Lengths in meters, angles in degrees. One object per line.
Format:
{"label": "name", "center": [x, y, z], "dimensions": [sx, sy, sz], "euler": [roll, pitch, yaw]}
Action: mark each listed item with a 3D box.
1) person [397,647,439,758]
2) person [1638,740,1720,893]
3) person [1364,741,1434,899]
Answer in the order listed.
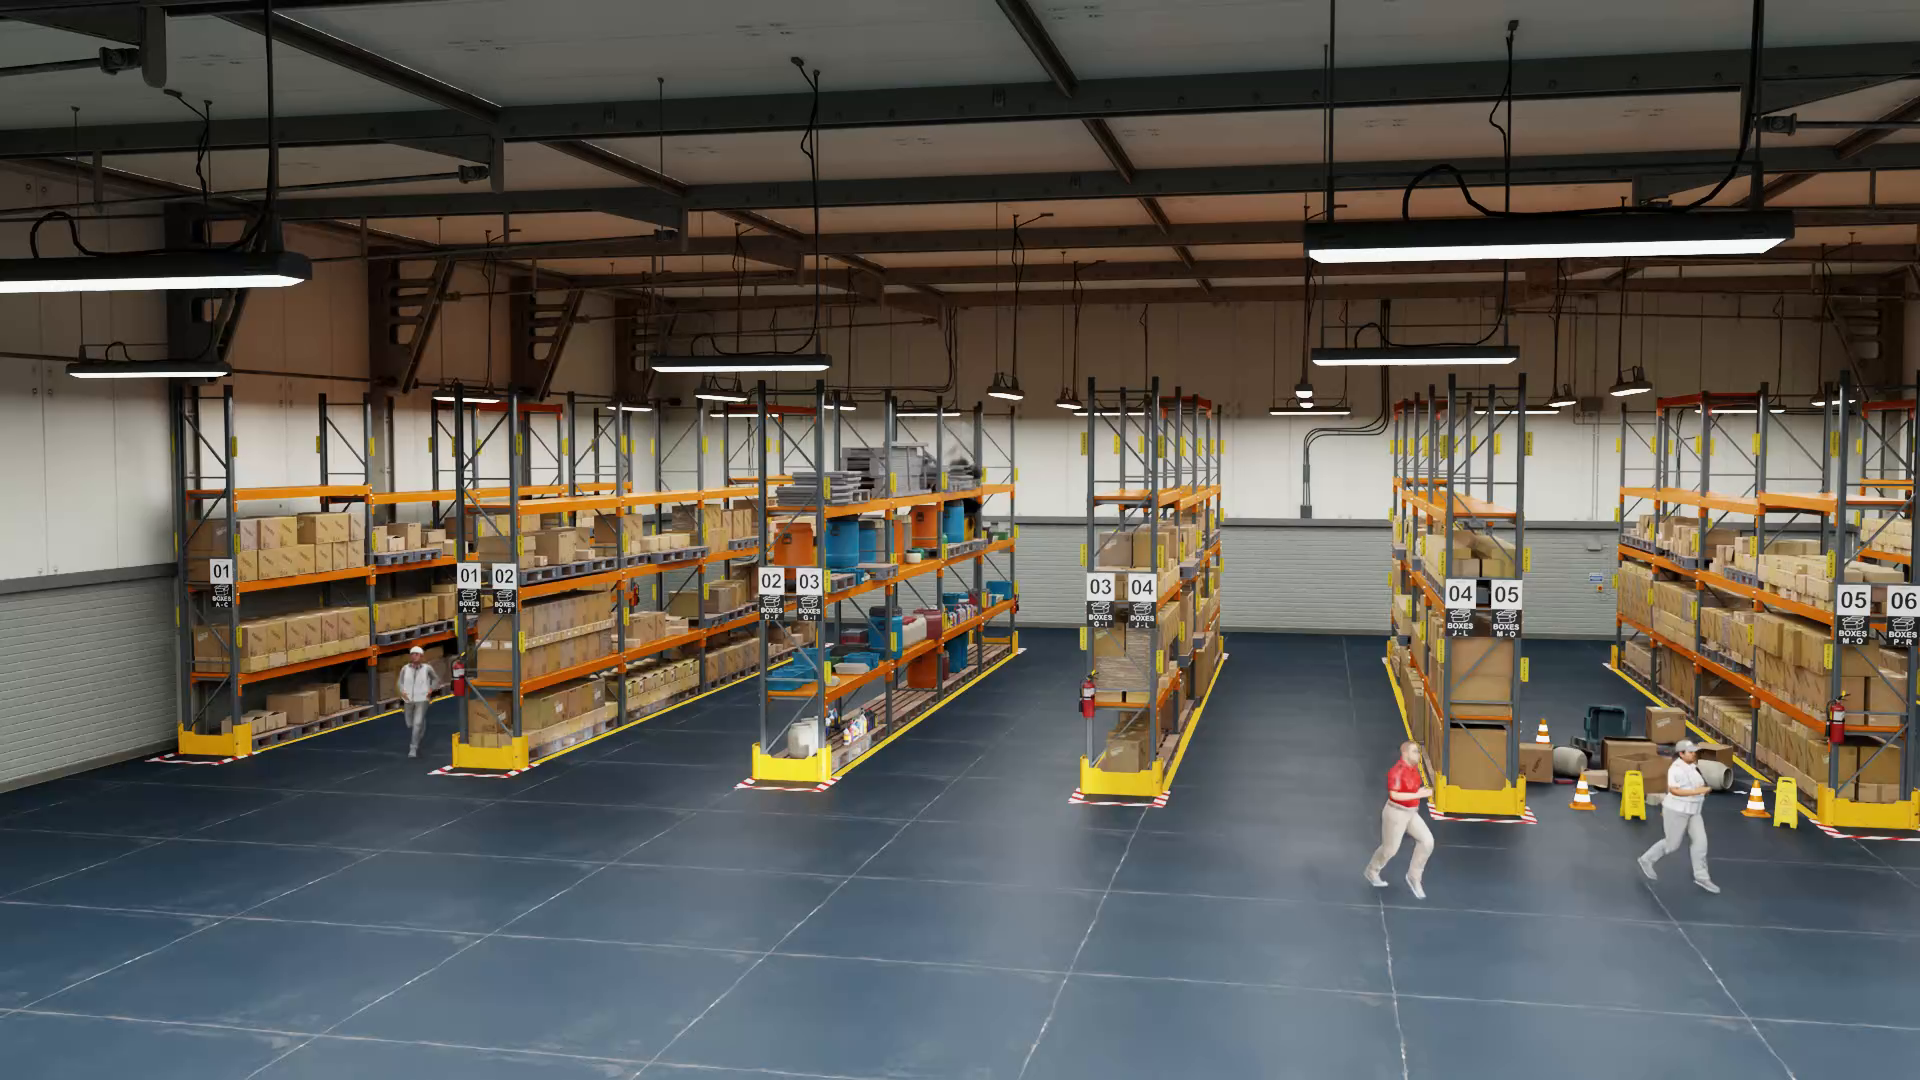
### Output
{"label": "person", "center": [-8.905, 2.626, 27.271], "dimensions": [0.639, 1.762, 1.033], "euler": [0, 3, 2]}
{"label": "person", "center": [8.170, 3.095, 18.858], "dimensions": [0.632, 1.671, 0.902], "euler": [-3, 4, -40]}
{"label": "person", "center": [4.921, 3.116, 18.597], "dimensions": [0.868, 1.772, 0.687], "euler": [3, 4, 44]}
